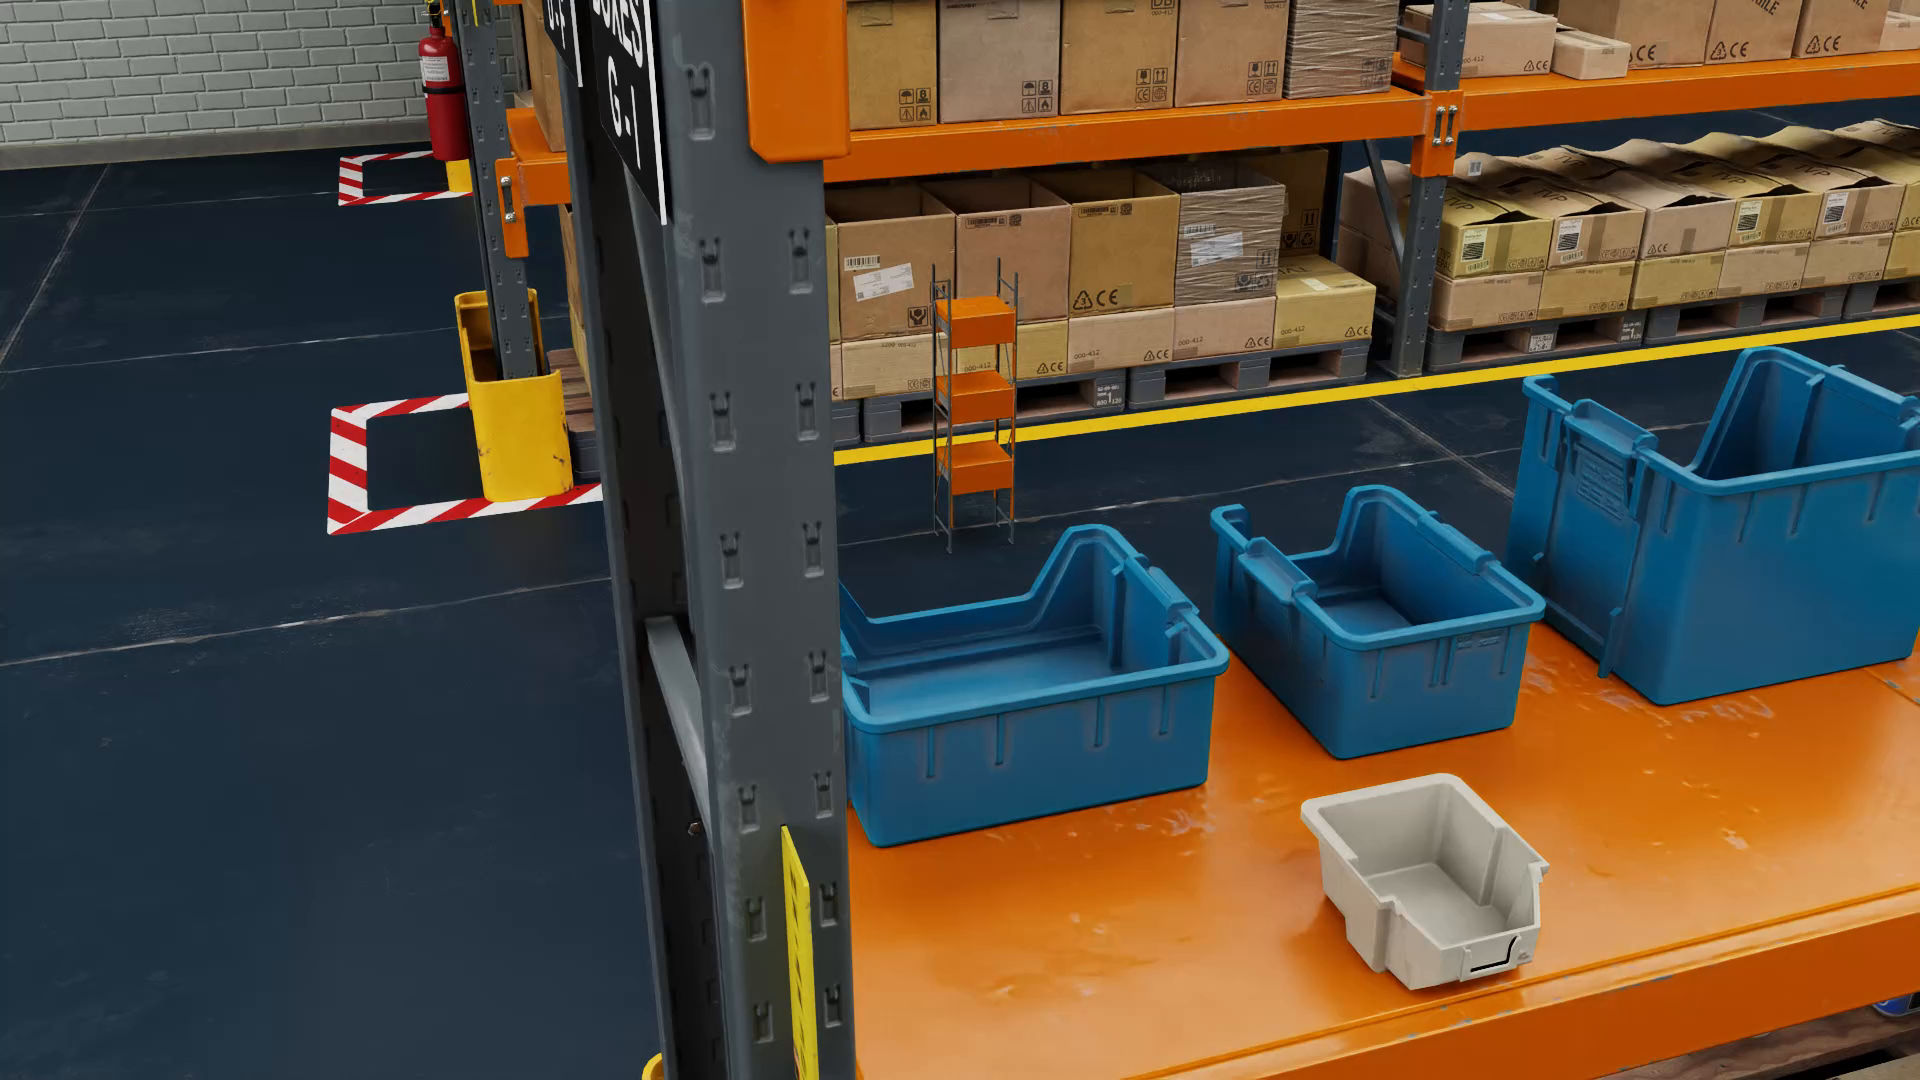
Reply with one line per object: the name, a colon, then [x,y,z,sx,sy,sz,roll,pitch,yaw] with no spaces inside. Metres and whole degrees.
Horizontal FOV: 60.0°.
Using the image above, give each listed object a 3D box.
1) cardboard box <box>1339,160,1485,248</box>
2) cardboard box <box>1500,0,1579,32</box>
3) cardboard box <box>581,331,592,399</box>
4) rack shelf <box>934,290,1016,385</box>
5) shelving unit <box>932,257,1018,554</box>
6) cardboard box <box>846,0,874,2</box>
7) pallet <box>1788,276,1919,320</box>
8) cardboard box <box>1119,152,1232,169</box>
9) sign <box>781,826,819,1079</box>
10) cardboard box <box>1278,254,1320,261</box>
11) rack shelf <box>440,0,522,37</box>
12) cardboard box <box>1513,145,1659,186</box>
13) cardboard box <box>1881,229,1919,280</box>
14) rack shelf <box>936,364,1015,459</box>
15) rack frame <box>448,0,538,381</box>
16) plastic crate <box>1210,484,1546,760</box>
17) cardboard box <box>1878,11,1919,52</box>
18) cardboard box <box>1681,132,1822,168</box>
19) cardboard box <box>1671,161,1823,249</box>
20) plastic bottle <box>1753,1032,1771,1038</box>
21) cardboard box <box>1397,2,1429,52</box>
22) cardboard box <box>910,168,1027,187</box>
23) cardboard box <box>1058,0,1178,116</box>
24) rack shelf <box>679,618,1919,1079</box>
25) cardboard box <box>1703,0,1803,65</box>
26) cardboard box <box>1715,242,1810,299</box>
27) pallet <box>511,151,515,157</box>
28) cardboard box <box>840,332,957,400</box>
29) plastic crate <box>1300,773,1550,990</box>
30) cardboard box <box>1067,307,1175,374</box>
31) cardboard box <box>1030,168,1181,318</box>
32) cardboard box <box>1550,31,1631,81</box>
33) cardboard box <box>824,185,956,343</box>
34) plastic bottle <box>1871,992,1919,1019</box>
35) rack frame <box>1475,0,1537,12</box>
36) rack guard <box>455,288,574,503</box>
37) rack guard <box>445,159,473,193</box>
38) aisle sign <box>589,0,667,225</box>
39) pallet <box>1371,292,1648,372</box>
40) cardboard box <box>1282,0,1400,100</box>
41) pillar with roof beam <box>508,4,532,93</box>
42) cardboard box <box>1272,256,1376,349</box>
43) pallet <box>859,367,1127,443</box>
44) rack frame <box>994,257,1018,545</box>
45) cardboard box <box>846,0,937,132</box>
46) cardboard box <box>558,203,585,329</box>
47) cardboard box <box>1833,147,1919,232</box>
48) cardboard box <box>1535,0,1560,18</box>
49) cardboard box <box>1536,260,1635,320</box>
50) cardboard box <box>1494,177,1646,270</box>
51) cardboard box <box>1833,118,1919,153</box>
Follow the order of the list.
cardboard box: [2.245,-1.693,8.276,0.500,0.311,0.500,-8,28,-16]
cardboard box: [2.727,-2.447,7.956,0.258,0.266,0.396,-9,28,-17]
cardboard box: [-1.276,-0.694,6.894,0.500,0.250,0.500,-8,28,-16]
rack shelf: [0.051,-0.722,5.910,0.240,0.259,0.215,-8,28,-16]
shelving unit: [0.051,-0.478,6.031,0.252,1.050,0.215,-8,28,-16]
cardboard box: [-0.434,-2.199,6.463,0.250,0.149,0.380,-9,28,-18]
pallet: [4.957,-1.513,9.061,1.213,0.211,1.003,-8,28,-16]
cardboard box: [0.937,-1.597,7.870,0.500,0.500,0.500,-8,28,-16]
sign: [-0.158,0.447,1.666,0.005,0.325,0.100,-8,28,-16]
cardboard box: [1.413,-1.329,8.174,0.500,0.250,0.500,-8,28,-16]
rack shelf: [-1.491,-3.805,11.349,4.000,0.370,1.077,-8,28,-16]
cardboard box: [3.213,-1.835,8.562,0.500,0.311,0.500,-8,28,-16]
cardboard box: [4.838,-1.568,8.654,0.500,0.250,0.500,-9,28,-17]
rack shelf: [0.051,-0.468,6.036,0.240,0.259,0.215,-8,28,-16]
rack frame: [-1.855,-1.757,6.417,0.127,3.000,1.000,-8,28,-16]
plastic crate: [0.678,0.122,2.799,0.408,0.251,0.499,-8,28,-16]
cardboard box: [4.557,-2.547,8.290,0.250,0.149,0.380,-6,27,-12]
cardboard box: [4.180,-1.974,8.842,0.500,0.311,0.500,-9,28,-17]
cardboard box: [3.880,-1.680,8.250,0.500,0.311,0.500,-7,27,-15]
plastic bottle: [1.722,0.963,3.588,0.097,0.201,0.097,0,26,0]
cardboard box: [3.546,-3.909,13.067,0.500,0.500,0.700,-8,27,-15]
cardboard box: [-0.015,-1.462,7.598,0.500,0.500,0.500,-8,28,-16]
cardboard box: [0.551,-2.146,7.088,0.500,0.500,0.700,-8,27,-15]
rack shelf: [1.577,0.384,2.912,4.000,0.370,1.077,-8,28,-16]
cardboard box: [3.661,-2.593,7.988,0.500,0.500,0.500,-8,28,-16]
cardboard box: [3.871,-1.428,8.372,0.500,0.250,0.500,-8,27,-15]
pallet: [-2.537,-2.710,11.471,1.213,0.211,1.003,-8,28,-16]
cardboard box: [-0.326,-0.833,7.174,0.500,0.250,0.500,-8,28,-16]
plastic crate: [0.626,0.468,2.230,0.250,0.136,0.298,-8,28,-16]
cardboard box: [0.626,-0.969,7.448,0.500,0.250,0.500,-8,28,-16]
cardboard box: [0.622,-1.310,7.292,0.500,0.500,0.500,-8,28,-16]
cardboard box: [2.854,-2.231,7.654,0.250,0.149,0.380,-8,28,-16]
cardboard box: [-0.330,-1.174,7.017,0.500,0.500,0.500,-8,28,-16]
plastic bottle: [2.069,0.889,3.655,0.135,0.276,0.152,-8,28,-16]
rack frame: [4.214,-4.953,12.854,0.127,3.000,1.000,-8,28,-16]
rack guard: [-1.878,-0.635,6.966,0.348,0.500,1.175,-8,28,-16]
rack guard: [-3.320,-2.742,11.212,0.348,0.500,1.175,-8,28,-16]
aisle sign: [-0.302,-0.693,1.350,0.004,0.787,0.394,-8,28,-16]
pallet: [2.637,-1.177,8.384,1.213,0.211,1.003,-8,28,-16]
cardboard box: [1.528,-2.289,7.376,0.500,0.500,0.700,-9,28,-17]
pillar with roof beam: [-1.662,-5.180,6.565,0.400,9.000,9.100,-8,28,-16]
cardboard box: [1.575,-1.109,7.730,0.500,0.250,0.500,-8,28,-16]
pallet: [0.017,-0.798,7.620,1.213,0.211,1.003,-8,28,-16]
rack frame: [0.167,-0.494,6.065,0.008,1.050,0.200,-8,28,-16]
cardboard box: [-0.435,-2.001,6.796,0.500,0.500,0.700,-8,28,-16]
cardboard box: [-1.437,-1.250,7.170,0.500,0.500,0.500,-8,28,-16]
cardboard box: [4.838,-1.816,8.524,0.500,0.311,0.500,-9,28,-17]
cardboard box: [4.954,-4.224,13.330,0.750,0.750,0.750,-9,28,-17]
cardboard box: [2.895,-1.285,8.086,0.500,0.250,0.500,-8,27,-15]
cardboard box: [2.896,-1.534,7.956,0.500,0.311,0.500,-9,28,-17]
cardboard box: [5.163,-2.119,9.134,0.500,0.311,0.500,-7,27,-14]
